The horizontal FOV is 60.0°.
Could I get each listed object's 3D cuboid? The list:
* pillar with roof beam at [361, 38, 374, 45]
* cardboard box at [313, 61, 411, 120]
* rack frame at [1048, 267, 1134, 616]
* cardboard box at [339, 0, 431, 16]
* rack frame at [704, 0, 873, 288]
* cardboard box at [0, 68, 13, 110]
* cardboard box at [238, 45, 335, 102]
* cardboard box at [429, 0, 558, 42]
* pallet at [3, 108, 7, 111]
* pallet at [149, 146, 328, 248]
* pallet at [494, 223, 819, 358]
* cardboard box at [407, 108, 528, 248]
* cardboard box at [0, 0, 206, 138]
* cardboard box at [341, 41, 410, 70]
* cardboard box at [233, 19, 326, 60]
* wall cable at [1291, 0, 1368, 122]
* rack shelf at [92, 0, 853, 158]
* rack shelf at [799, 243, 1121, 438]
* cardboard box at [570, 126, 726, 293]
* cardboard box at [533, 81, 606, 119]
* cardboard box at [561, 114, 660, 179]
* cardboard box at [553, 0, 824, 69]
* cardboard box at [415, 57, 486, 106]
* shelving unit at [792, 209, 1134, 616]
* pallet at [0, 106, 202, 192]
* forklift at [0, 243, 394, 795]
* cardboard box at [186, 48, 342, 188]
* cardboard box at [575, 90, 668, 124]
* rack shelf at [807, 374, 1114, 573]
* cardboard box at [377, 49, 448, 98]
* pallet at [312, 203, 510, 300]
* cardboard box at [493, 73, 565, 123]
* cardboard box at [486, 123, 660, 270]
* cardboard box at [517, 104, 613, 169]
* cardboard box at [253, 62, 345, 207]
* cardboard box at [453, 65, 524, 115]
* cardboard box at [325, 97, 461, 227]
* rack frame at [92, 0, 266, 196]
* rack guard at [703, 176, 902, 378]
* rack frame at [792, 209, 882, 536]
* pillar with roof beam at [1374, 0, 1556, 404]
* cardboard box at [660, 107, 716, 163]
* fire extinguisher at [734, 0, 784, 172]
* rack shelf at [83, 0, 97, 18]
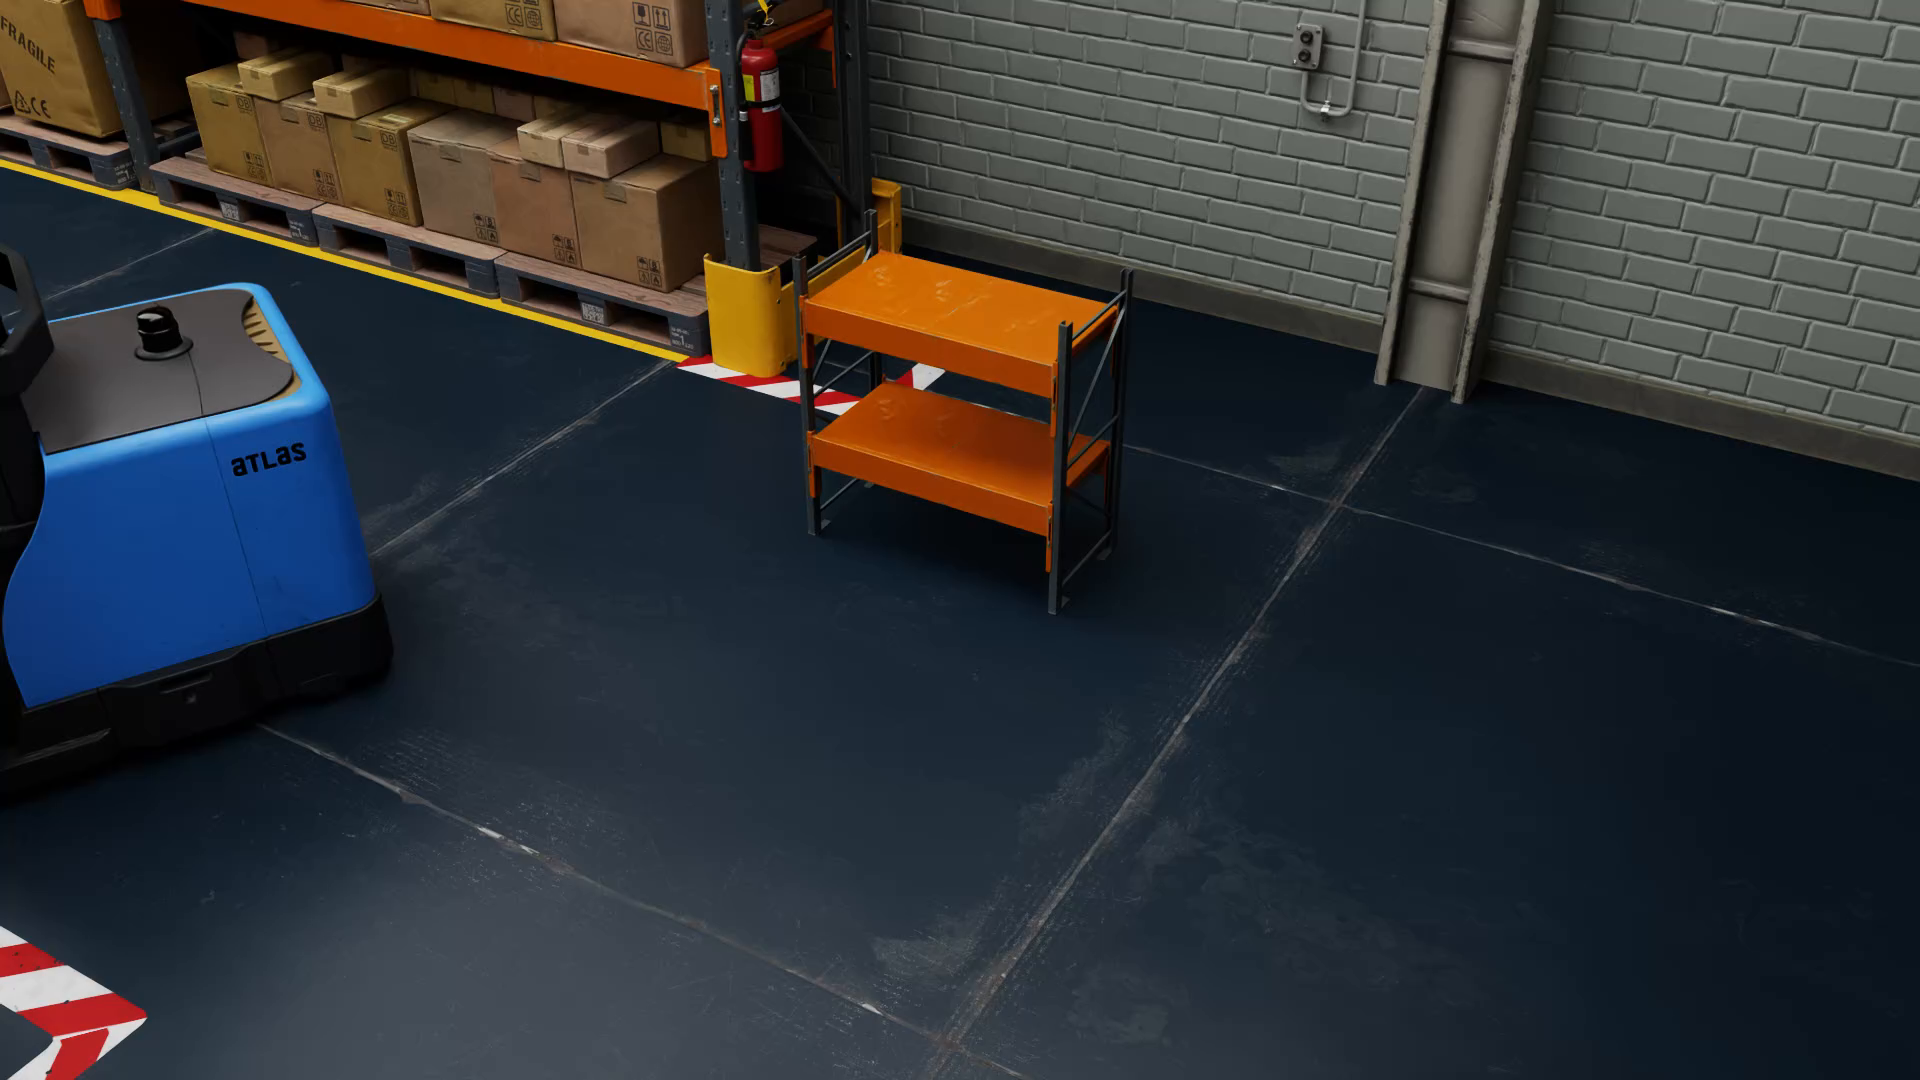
[{"bbox_3d":[-5.286,-4.032,4.186,0.400,9.000,9.100,18,37,24],"label":"pillar with roof beam"},{"bbox_3d":[-2.929,-2.207,8.149,0.250,0.149,0.380,16,37,23],"label":"cardboard box"},{"bbox_3d":[0.447,-0.327,5.725,0.032,1.125,0.500,18,37,24],"label":"rack frame"},{"bbox_3d":[-2.456,-2.952,7.706,0.700,0.700,0.980,16,37,22],"label":"cardboard box"},{"bbox_3d":[-0.714,-2.283,6.972,0.127,3.000,1.000,18,37,24],"label":"rack frame"},{"bbox_3d":[-5.589,-3.022,9.643,0.750,0.750,0.750,19,38,26],"label":"cardboard box"},{"bbox_3d":[-3.382,-2.350,8.364,0.250,0.149,0.380,19,38,26],"label":"cardboard box"},{"bbox_3d":[-1.799,-2.738,7.384,0.700,0.700,0.980,17,37,24],"label":"cardboard box"},{"bbox_3d":[-5.958,-2.733,10.164,1.213,0.211,1.003,18,37,24],"label":"pallet"},{"bbox_3d":[-3.566,-1.975,9.026,1.213,0.211,1.003,18,37,24],"label":"pallet"},{"bbox_3d":[-1.447,-1.304,8.018,1.213,0.211,1.003,18,37,24],"label":"pallet"},{"bbox_3d":[-2.243,-1.837,8.179,0.500,0.500,0.700,16,37,23],"label":"cardboard box"},{"bbox_3d":[-4.816,-2.779,9.278,0.750,0.750,0.750,18,38,25],"label":"cardboard box"},{"bbox_3d":[-2.928,-2.451,8.516,0.250,0.149,0.380,16,37,23],"label":"cardboard box"},{"bbox_3d":[-3.616,-2.668,8.841,0.250,0.149,0.380,17,37,24],"label":"cardboard box"},{"bbox_3d":[0.867,-2.809,6.845,1.851,1.984,0.084,18,37,24],"label":"wall cable"},{"bbox_3d":[-2.451,-2.533,7.997,4.000,0.370,1.077,18,37,24],"label":"rack shelf"},{"bbox_3d":[0.006,-0.710,5.773,1.000,0.278,0.538,18,37,24],"label":"rack shelf"},{"bbox_3d":[-1.371,-1.561,7.765,0.500,0.500,0.700,18,37,24],"label":"cardboard box"},{"bbox_3d":[-1.821,-2.101,7.990,0.250,0.149,0.380,18,38,25],"label":"cardboard box"},{"bbox_3d":[-1.573,-1.779,7.507,0.250,0.149,0.380,17,37,24],"label":"cardboard box"},{"bbox_3d":[-1.162,-2.543,7.092,0.700,0.700,0.980,19,38,26],"label":"cardboard box"},{"bbox_3d":[-2.485,-2.311,8.305,0.250,0.149,0.380,17,37,24],"label":"cardboard box"},{"bbox_3d":[0.006,-0.466,5.935,1.048,1.125,0.538,18,37,24],"label":"shelving unit"},{"bbox_3d":[-4.894,-2.398,9.661,1.213,0.211,1.003,18,37,24],"label":"pallet"},{"bbox_3d":[-3.422,-0.575,4.469,3.031,2.935,1.130,-18,38,-25],"label":"forklift"},{"bbox_3d":[-3.589,-2.262,8.817,0.500,0.500,0.700,18,38,25],"label":"cardboard box"},{"bbox_3d":[-1.604,-2.032,7.887,0.250,0.149,0.380,18,38,25],"label":"cardboard box"},{"bbox_3d":[0.006,-0.263,6.071,1.000,0.278,0.538,18,37,24],"label":"rack shelf"},{"bbox_3d":[-2.709,-2.382,8.411,0.250,0.149,0.380,18,38,25],"label":"cardboard box"},{"bbox_3d":[-2.502,-1.640,8.523,1.213,0.211,1.003,18,37,24],"label":"pallet"},{"bbox_3d":[-2.042,-2.171,8.095,0.250,0.149,0.380,18,38,25],"label":"cardboard box"},{"bbox_3d":[-1.806,-1.699,7.972,0.500,0.500,0.700,17,37,24],"label":"cardboard box"},{"bbox_3d":[-1.796,-1.849,7.612,0.250,0.149,0.380,19,38,26],"label":"cardboard box"},{"bbox_3d":[-3.154,-2.122,8.607,0.500,0.500,0.700,17,37,24],"label":"cardboard box"},{"bbox_3d":[-2.265,-2.241,8.200,0.250,0.149,0.380,18,38,25],"label":"cardboard box"},{"bbox_3d":[-2.710,-1.980,8.394,0.500,0.500,0.700,18,38,25],"label":"cardboard box"},{"bbox_3d":[-4.187,-3.383,8.624,0.127,3.000,1.000,18,37,24],"label":"rack frame"},{"bbox_3d":[-0.693,-1.236,7.655,0.348,0.500,1.175,18,37,24],"label":"rack guard"},{"bbox_3d":[-0.435,-0.606,6.145,0.032,1.125,0.500,18,37,24],"label":"rack frame"},{"bbox_3d":[-0.077,-2.382,1.708,0.400,9.000,9.100,18,37,24],"label":"pillar with roof beam"},{"bbox_3d":[-1.164,-1.893,7.678,0.250,0.149,0.380,18,38,25],"label":"cardboard box"},{"bbox_3d":[-0.812,-1.832,6.701,0.183,0.674,0.296,18,37,24],"label":"fire extinguisher"},{"bbox_3d":[-5.923,-3.633,9.649,4.000,0.370,1.077,18,37,24],"label":"rack shelf"}]
